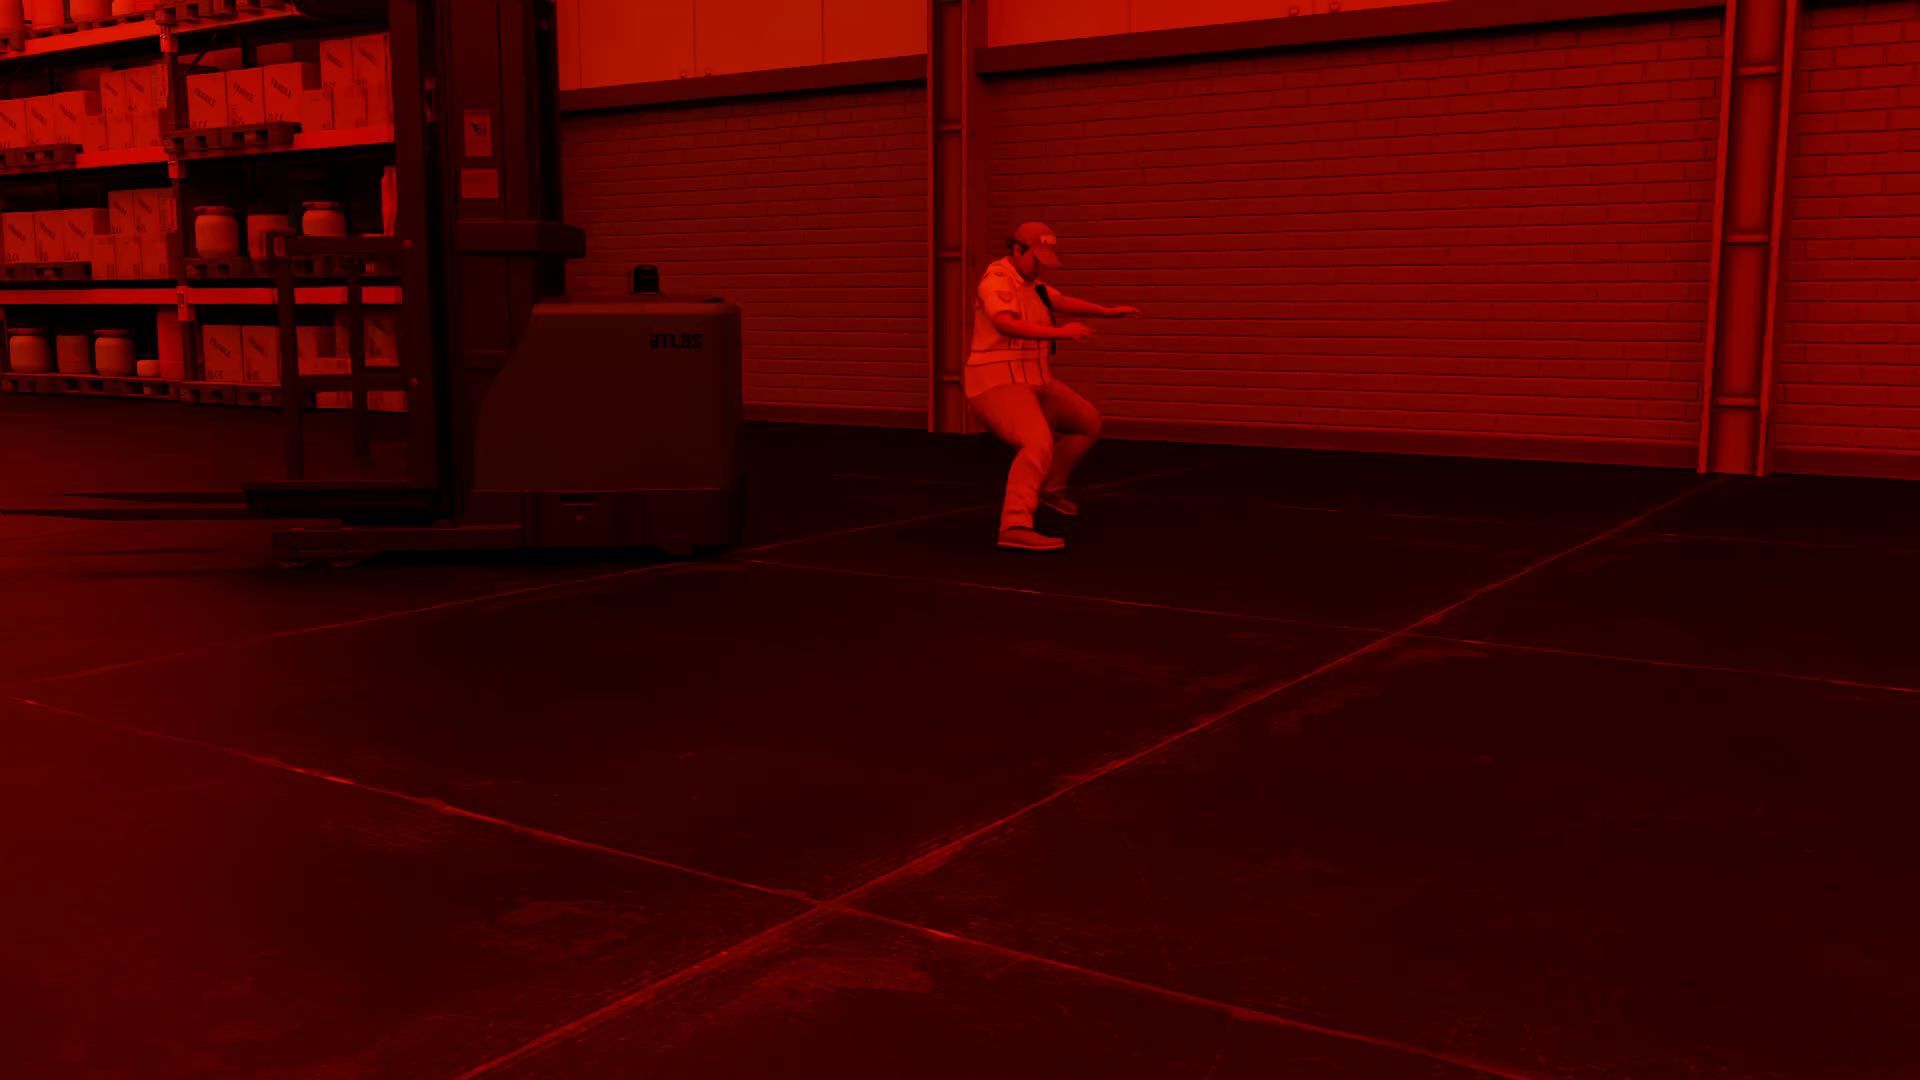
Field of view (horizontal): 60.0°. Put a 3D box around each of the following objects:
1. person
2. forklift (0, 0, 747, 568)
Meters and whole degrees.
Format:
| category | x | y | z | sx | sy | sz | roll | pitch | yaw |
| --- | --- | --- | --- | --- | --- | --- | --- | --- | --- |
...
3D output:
| category | x | y | z | sx | sy | sz | roll | pitch | yaw |
| --- | --- | --- | --- | --- | --- | --- | --- | --- | --- |
| person | 0.389 | -0.746 | 7.725 | 0.668 | 1.442 | 1.196 | 4 | 9 | 28 |
| forklift | -2.484 | -1.414 | 7.139 | 3.031 | 2.935 | 1.130 | -1 | 8 | -5 |
